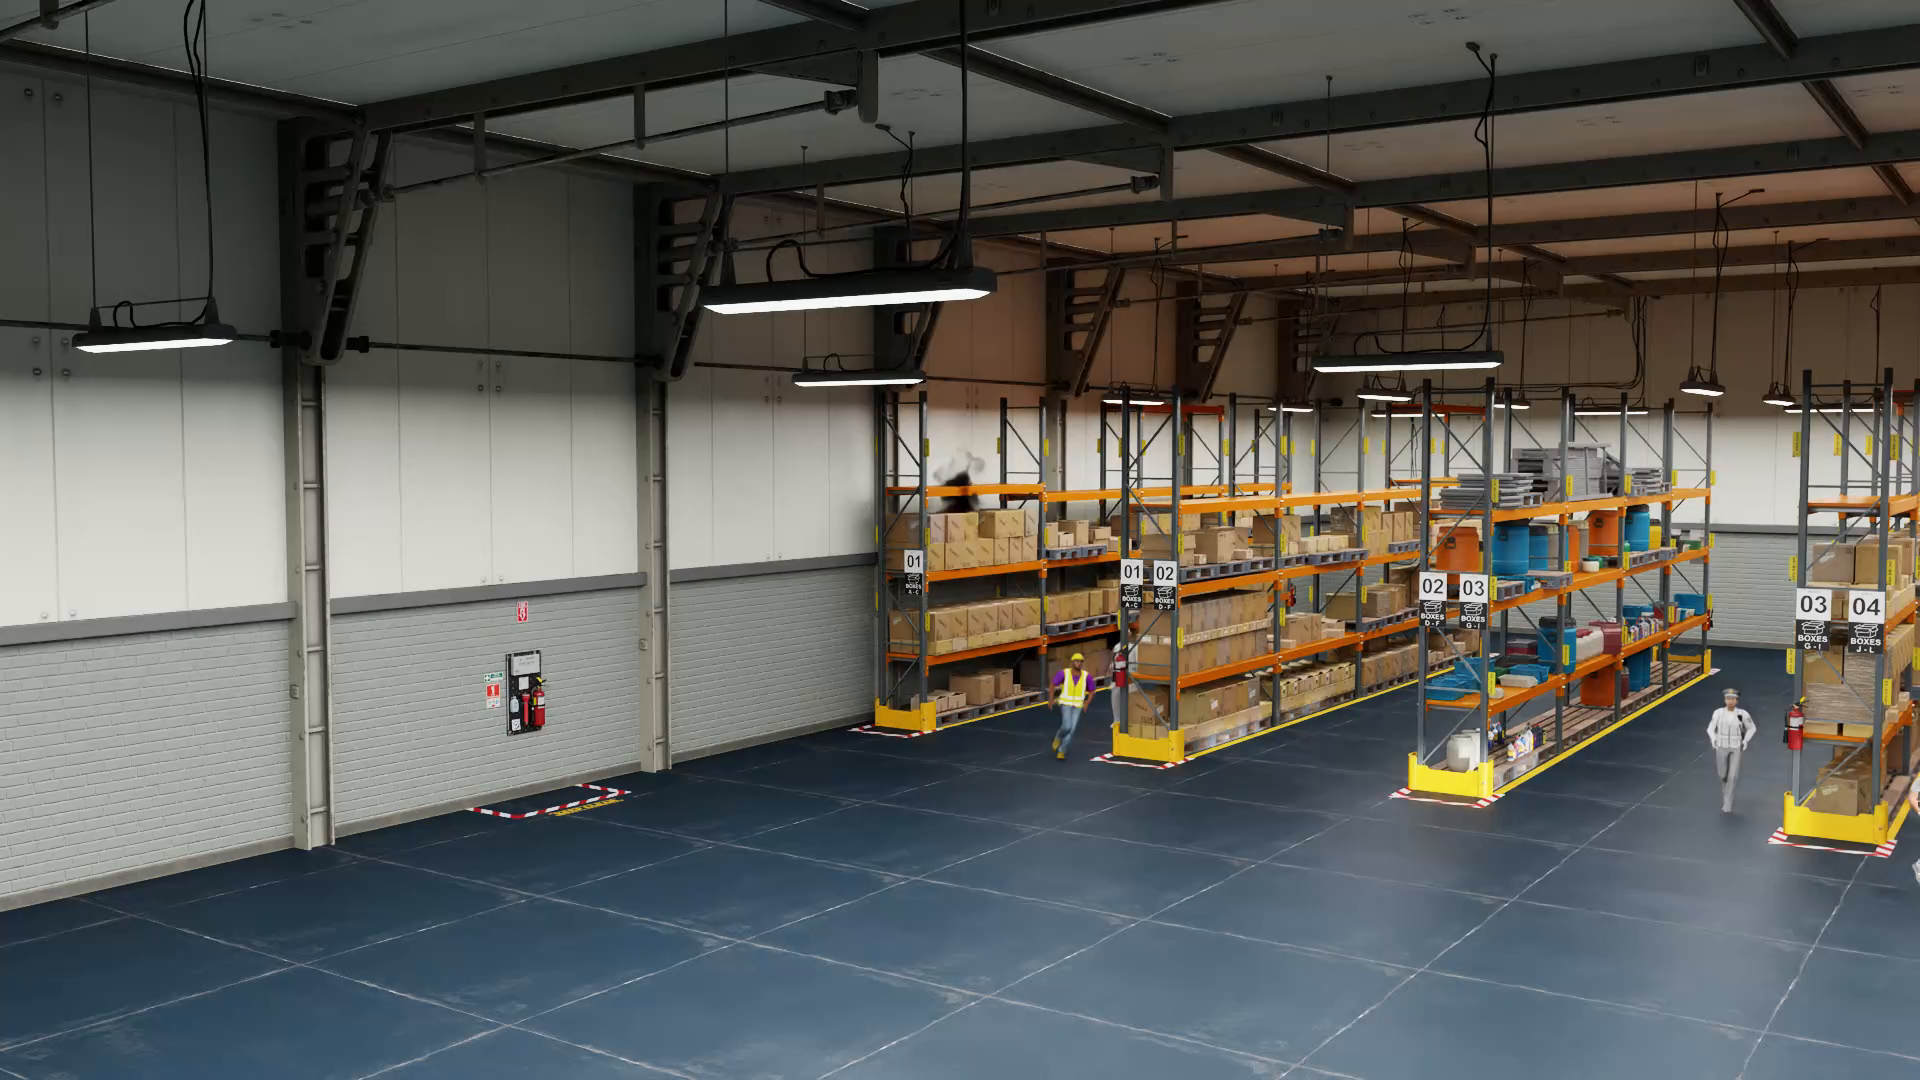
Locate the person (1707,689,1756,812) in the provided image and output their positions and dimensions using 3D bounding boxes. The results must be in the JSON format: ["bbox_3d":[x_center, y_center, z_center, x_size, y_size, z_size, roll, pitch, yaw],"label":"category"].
[{"bbox_3d":[10.736,2.897,23.151,0.617,1.682,0.747,2,4,29],"label":"person"}]

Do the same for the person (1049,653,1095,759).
[{"bbox_3d":[1.818,2.672,26.738,0.746,1.693,0.540,0,3,-7],"label":"person"}]

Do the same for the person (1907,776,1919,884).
[{"bbox_3d":[10.729,3.120,18.238,0.678,1.760,0.767,-1,3,-14],"label":"person"}]

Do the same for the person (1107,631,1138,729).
[{"bbox_3d":[2.929,2.584,29.690,0.720,1.539,0.850,2,4,36],"label":"person"}]
